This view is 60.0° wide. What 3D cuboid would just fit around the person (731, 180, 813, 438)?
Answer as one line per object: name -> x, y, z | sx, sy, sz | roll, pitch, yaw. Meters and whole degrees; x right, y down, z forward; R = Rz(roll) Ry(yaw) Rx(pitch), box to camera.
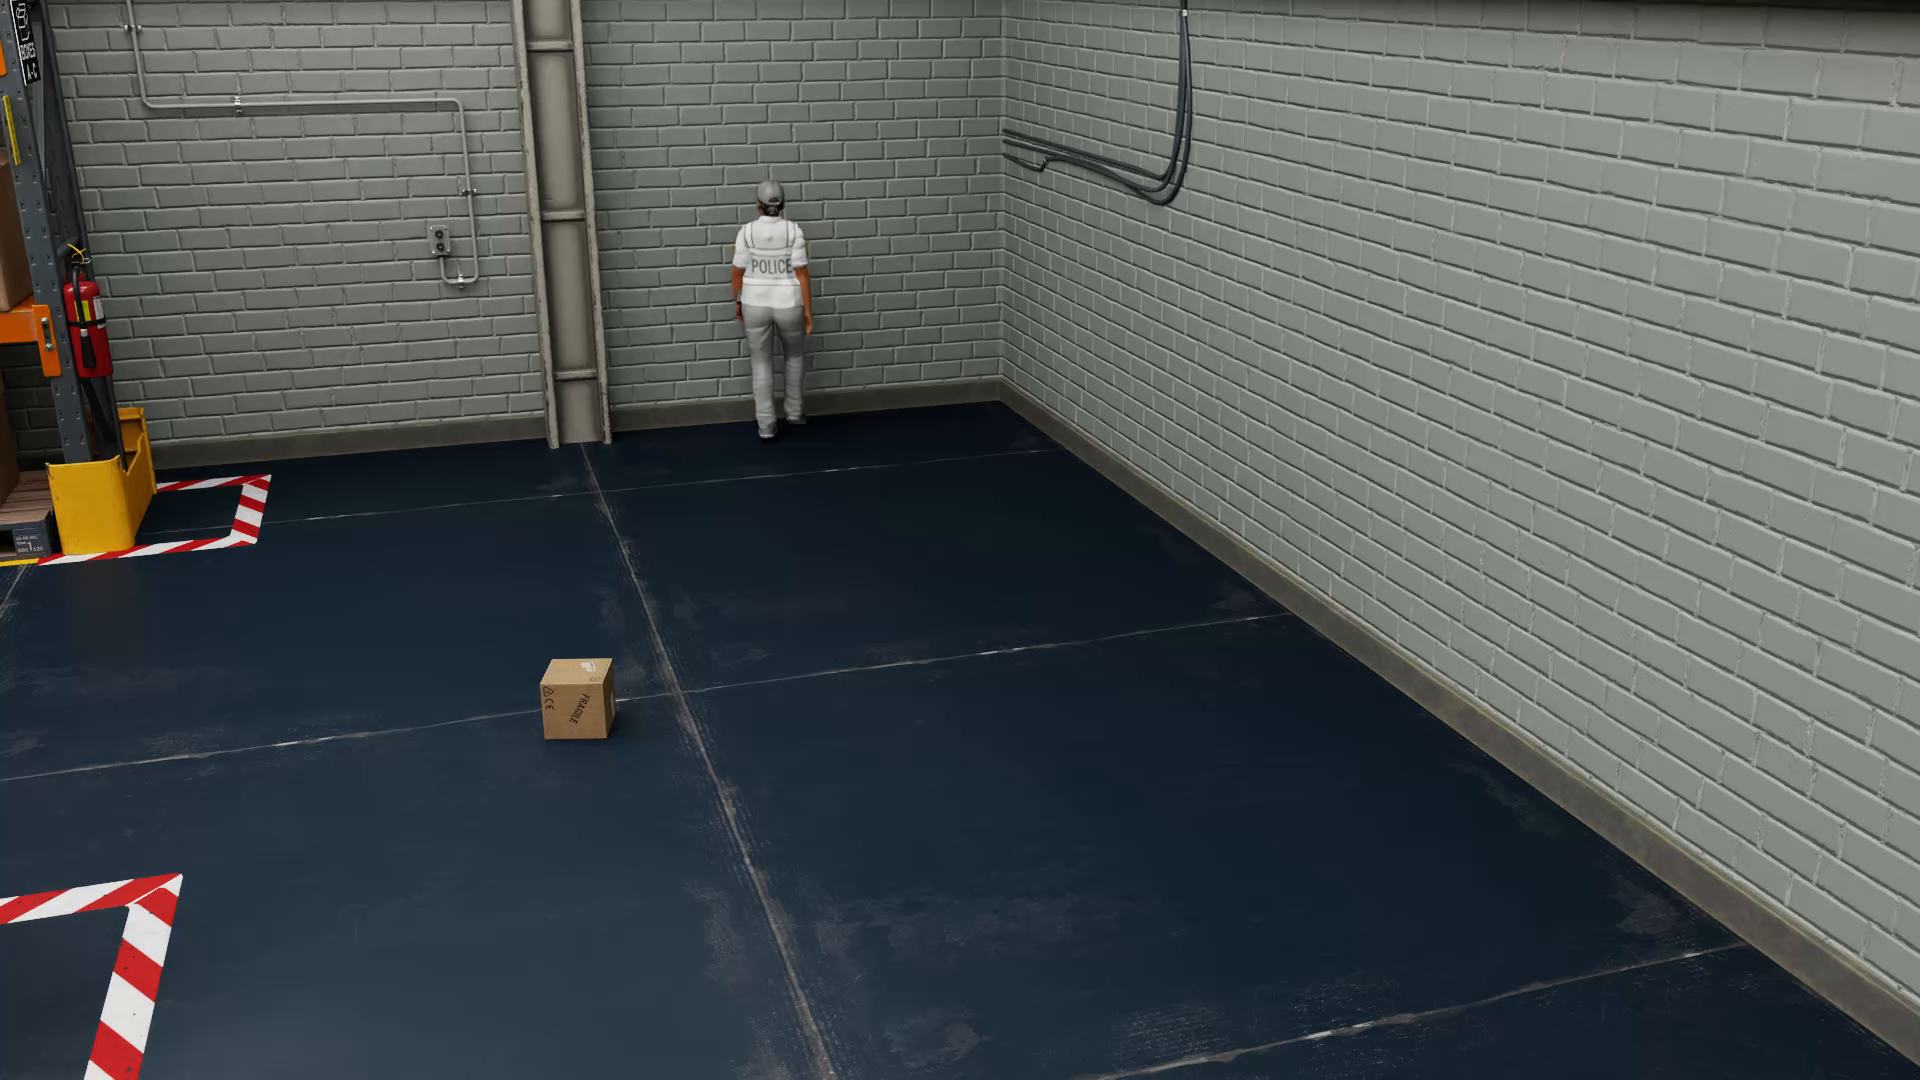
person -> -1.227, -1.494, 10.851 | 0.508, 1.717, 0.600 | -3, 20, -8
